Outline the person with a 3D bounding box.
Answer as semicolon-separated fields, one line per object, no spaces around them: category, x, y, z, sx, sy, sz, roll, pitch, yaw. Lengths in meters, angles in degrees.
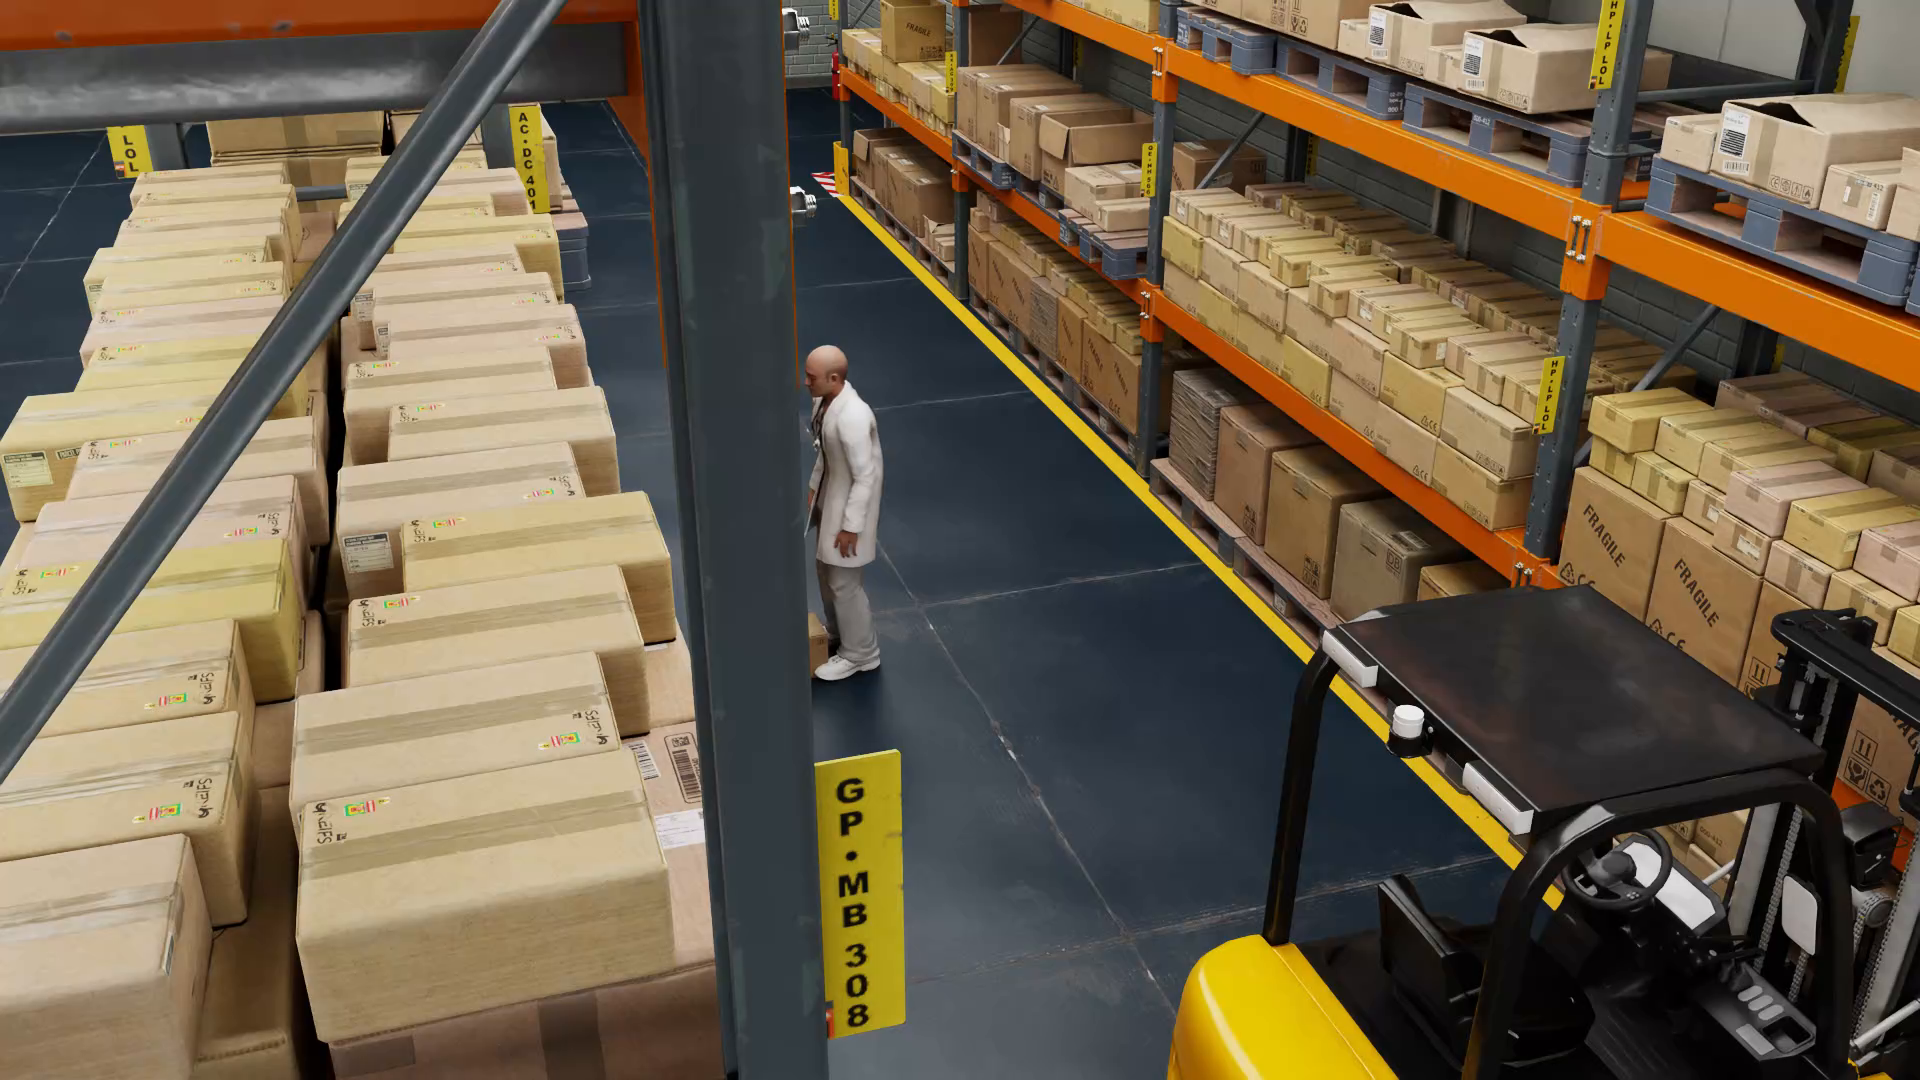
person;-0.606;-0.153;8.444;0.417;1.774;0.656;-9;27;-18
